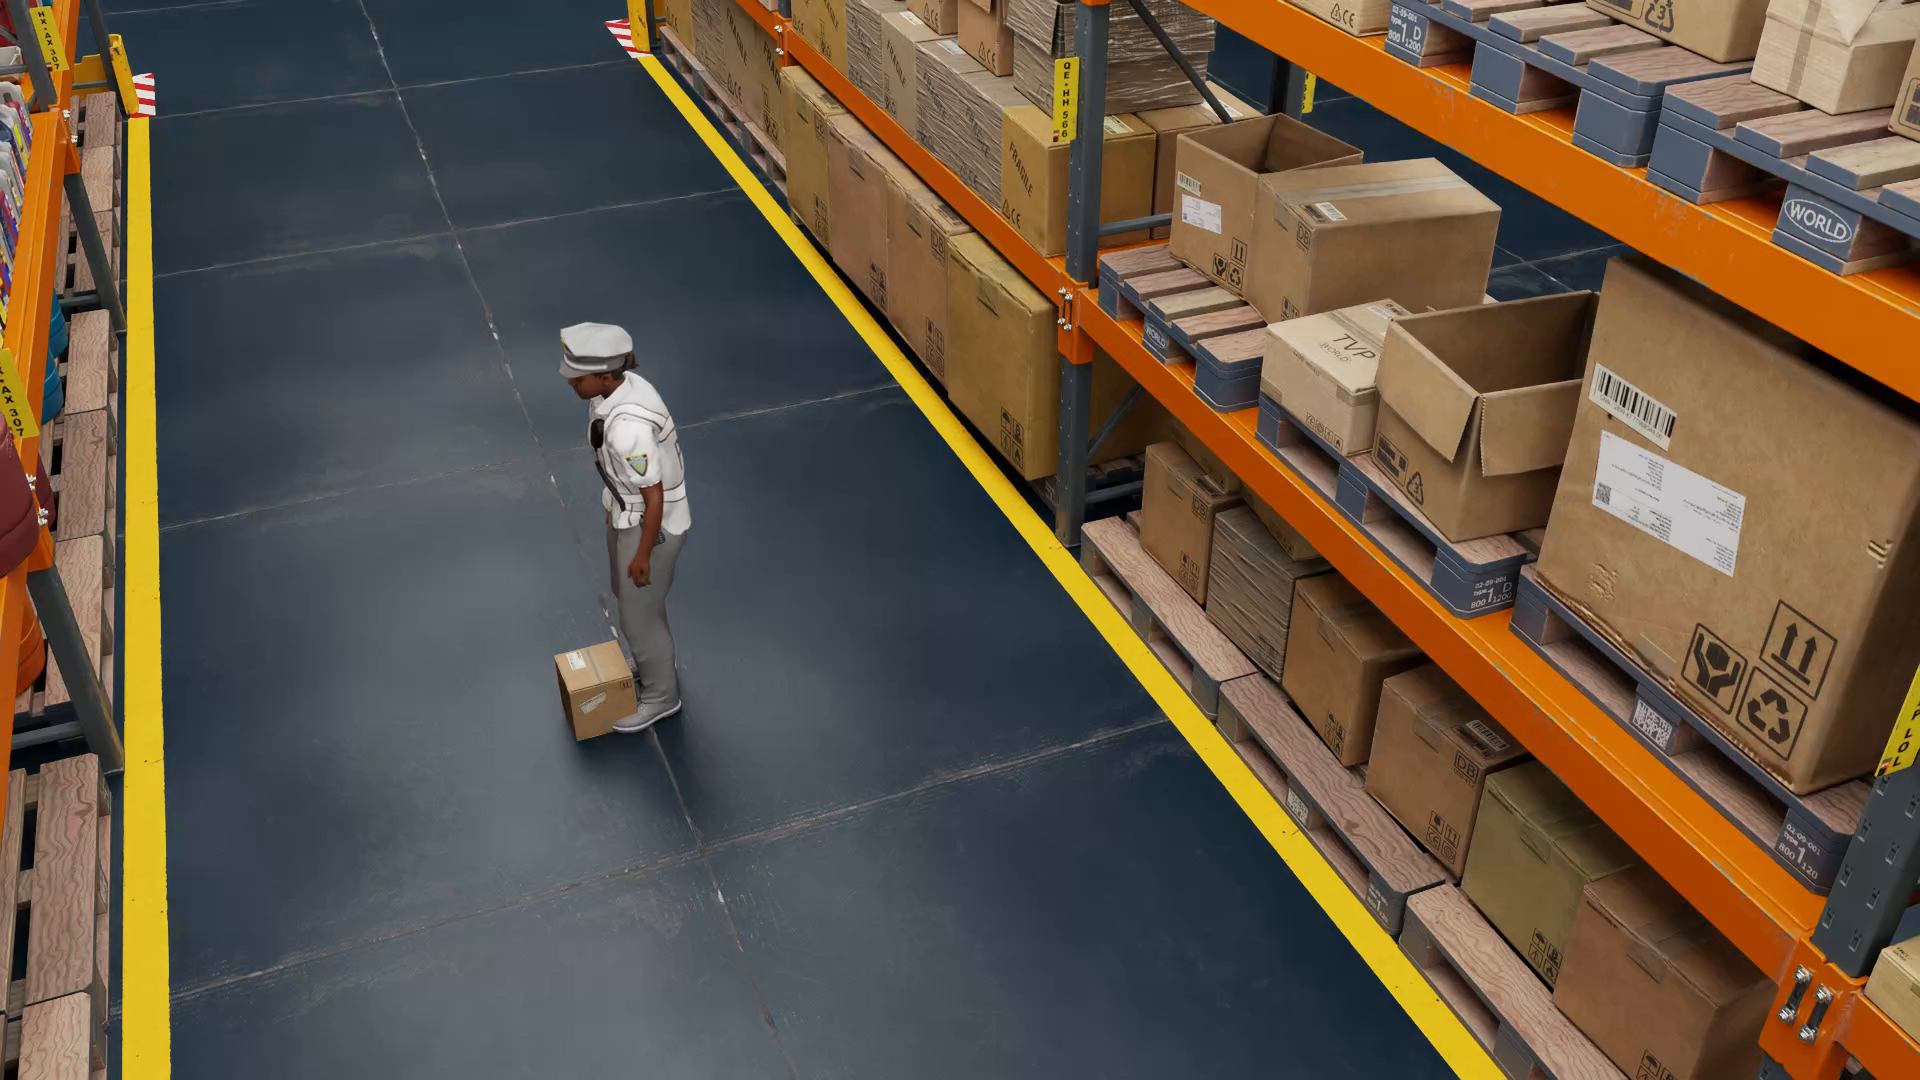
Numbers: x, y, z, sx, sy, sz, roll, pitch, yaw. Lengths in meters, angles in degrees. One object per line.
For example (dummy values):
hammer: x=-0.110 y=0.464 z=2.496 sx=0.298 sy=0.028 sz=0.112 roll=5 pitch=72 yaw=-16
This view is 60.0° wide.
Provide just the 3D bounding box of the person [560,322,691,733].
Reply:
person: x=-1.224 y=-0.051 z=6.218 sx=0.416 sy=1.659 sz=0.505 roll=-13 pitch=36 yaw=-18
